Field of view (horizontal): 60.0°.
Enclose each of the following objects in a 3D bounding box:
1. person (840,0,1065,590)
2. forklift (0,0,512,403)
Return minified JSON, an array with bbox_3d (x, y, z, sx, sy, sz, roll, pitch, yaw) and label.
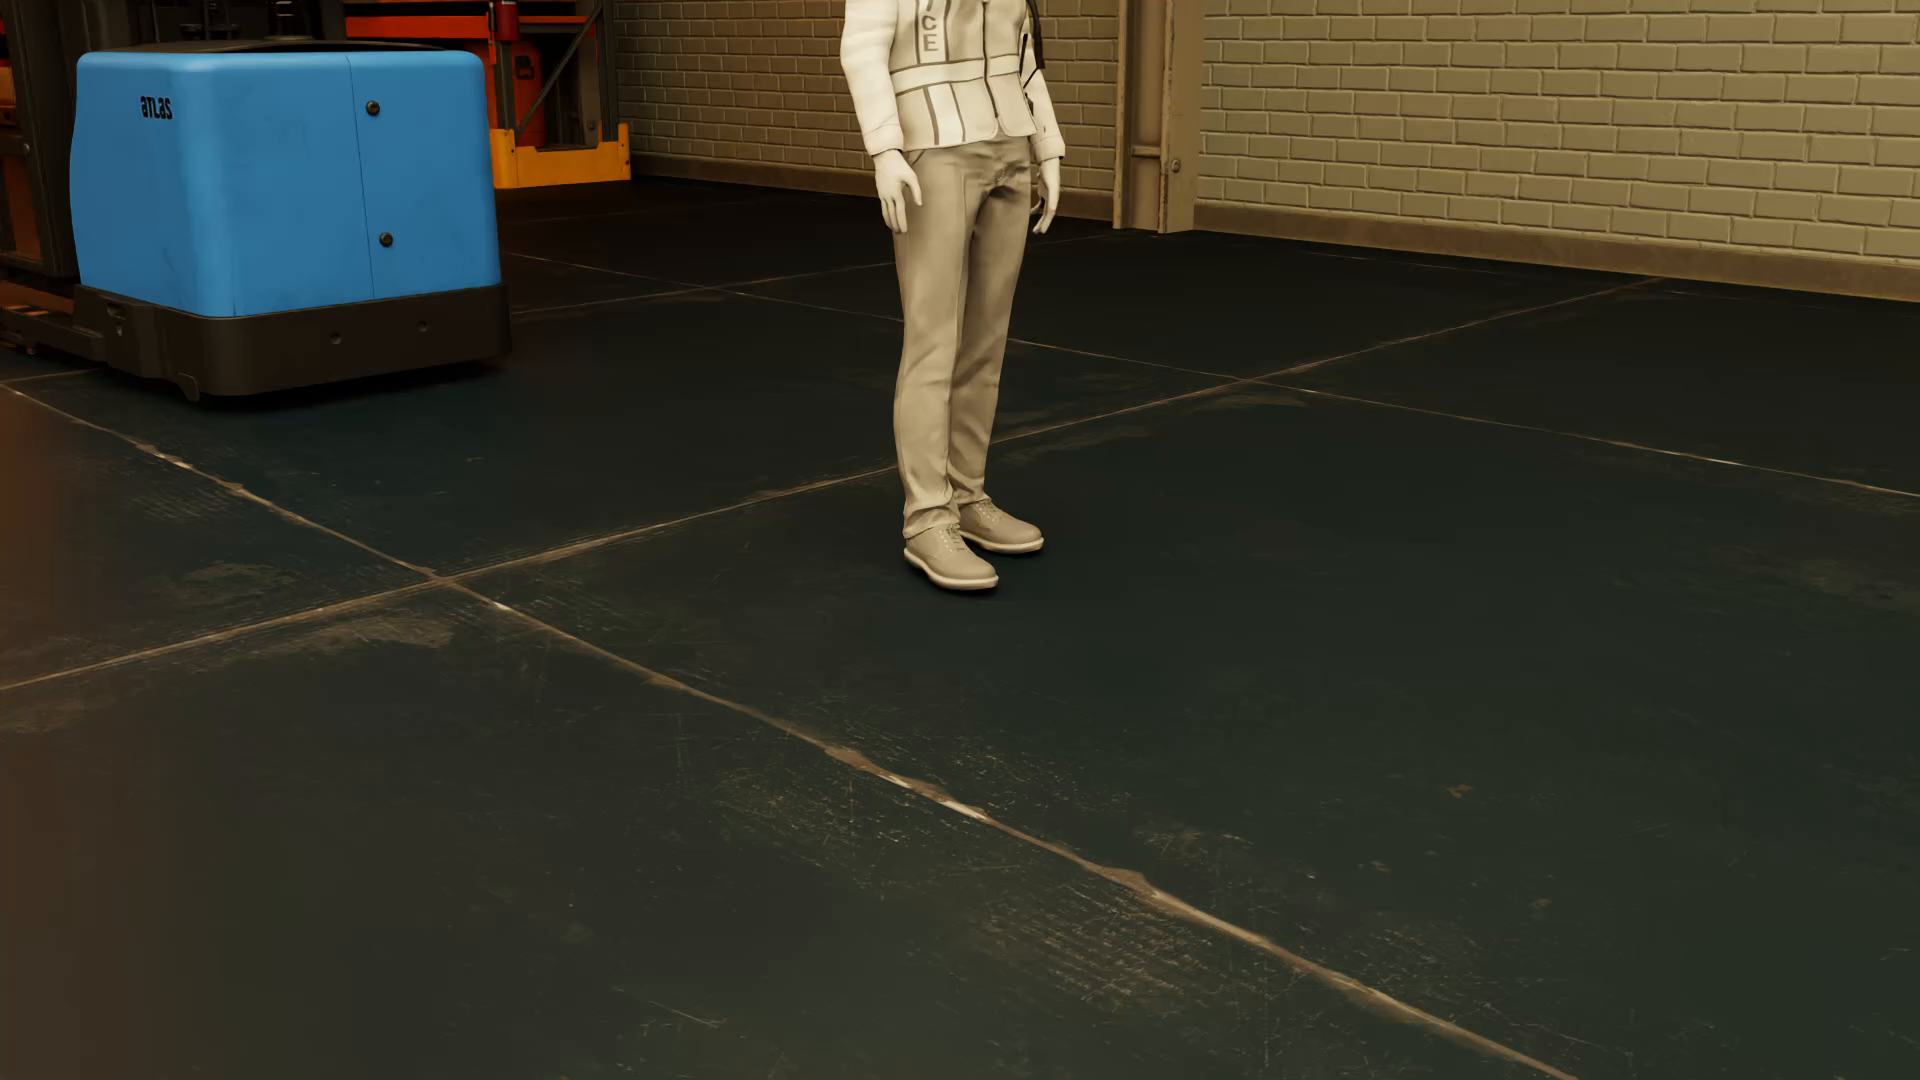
[{"bbox_3d":[0.044,-0.801,3.593,0.531,1.695,0.588,16,23,42],"label":"person"},{"bbox_3d":[-2.972,-2.174,5.972,3.031,2.935,1.130,15,23,41],"label":"forklift"}]
